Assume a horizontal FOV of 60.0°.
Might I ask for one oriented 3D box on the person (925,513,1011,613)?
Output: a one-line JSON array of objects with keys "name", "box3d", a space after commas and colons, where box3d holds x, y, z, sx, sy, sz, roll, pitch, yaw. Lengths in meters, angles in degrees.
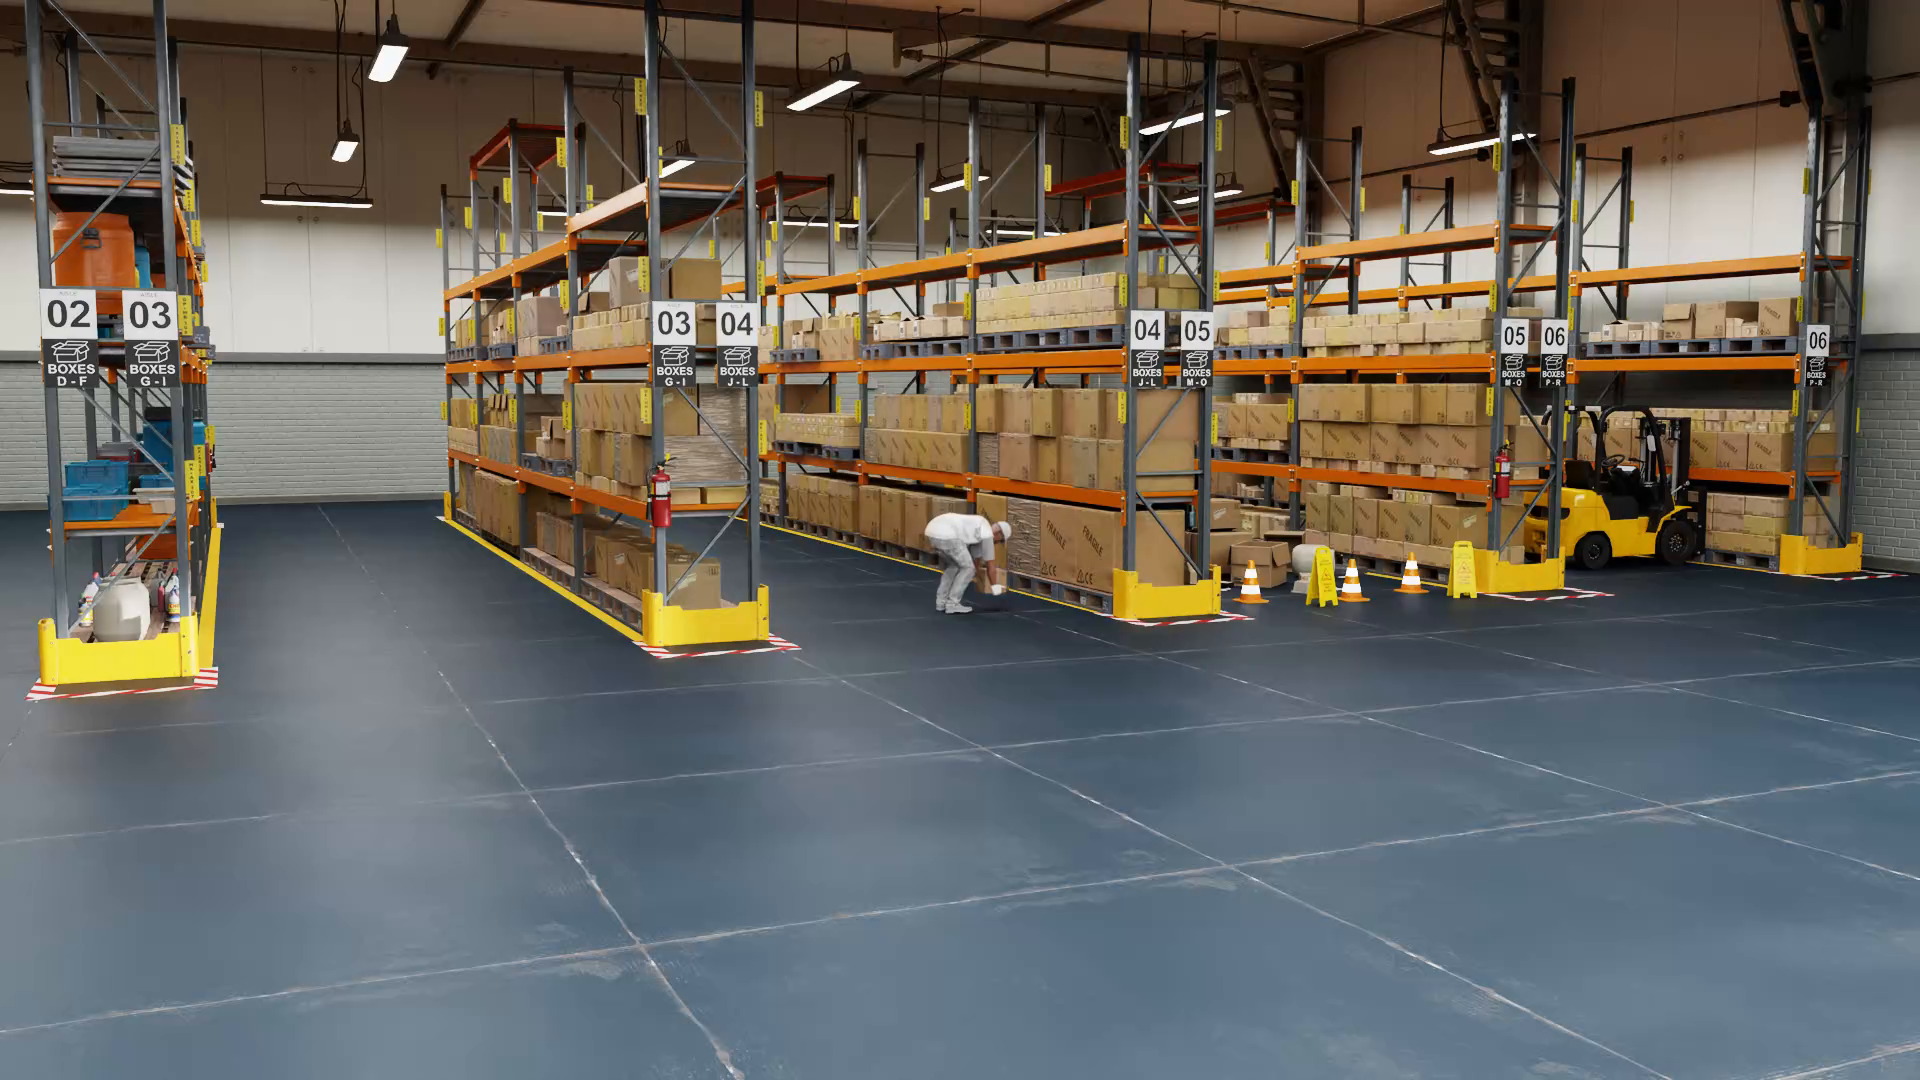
[{"name": "person", "box3d": [0.107, 0.231, 17.972, 0.991, 1.063, 0.511, -3, 6, -26]}]
